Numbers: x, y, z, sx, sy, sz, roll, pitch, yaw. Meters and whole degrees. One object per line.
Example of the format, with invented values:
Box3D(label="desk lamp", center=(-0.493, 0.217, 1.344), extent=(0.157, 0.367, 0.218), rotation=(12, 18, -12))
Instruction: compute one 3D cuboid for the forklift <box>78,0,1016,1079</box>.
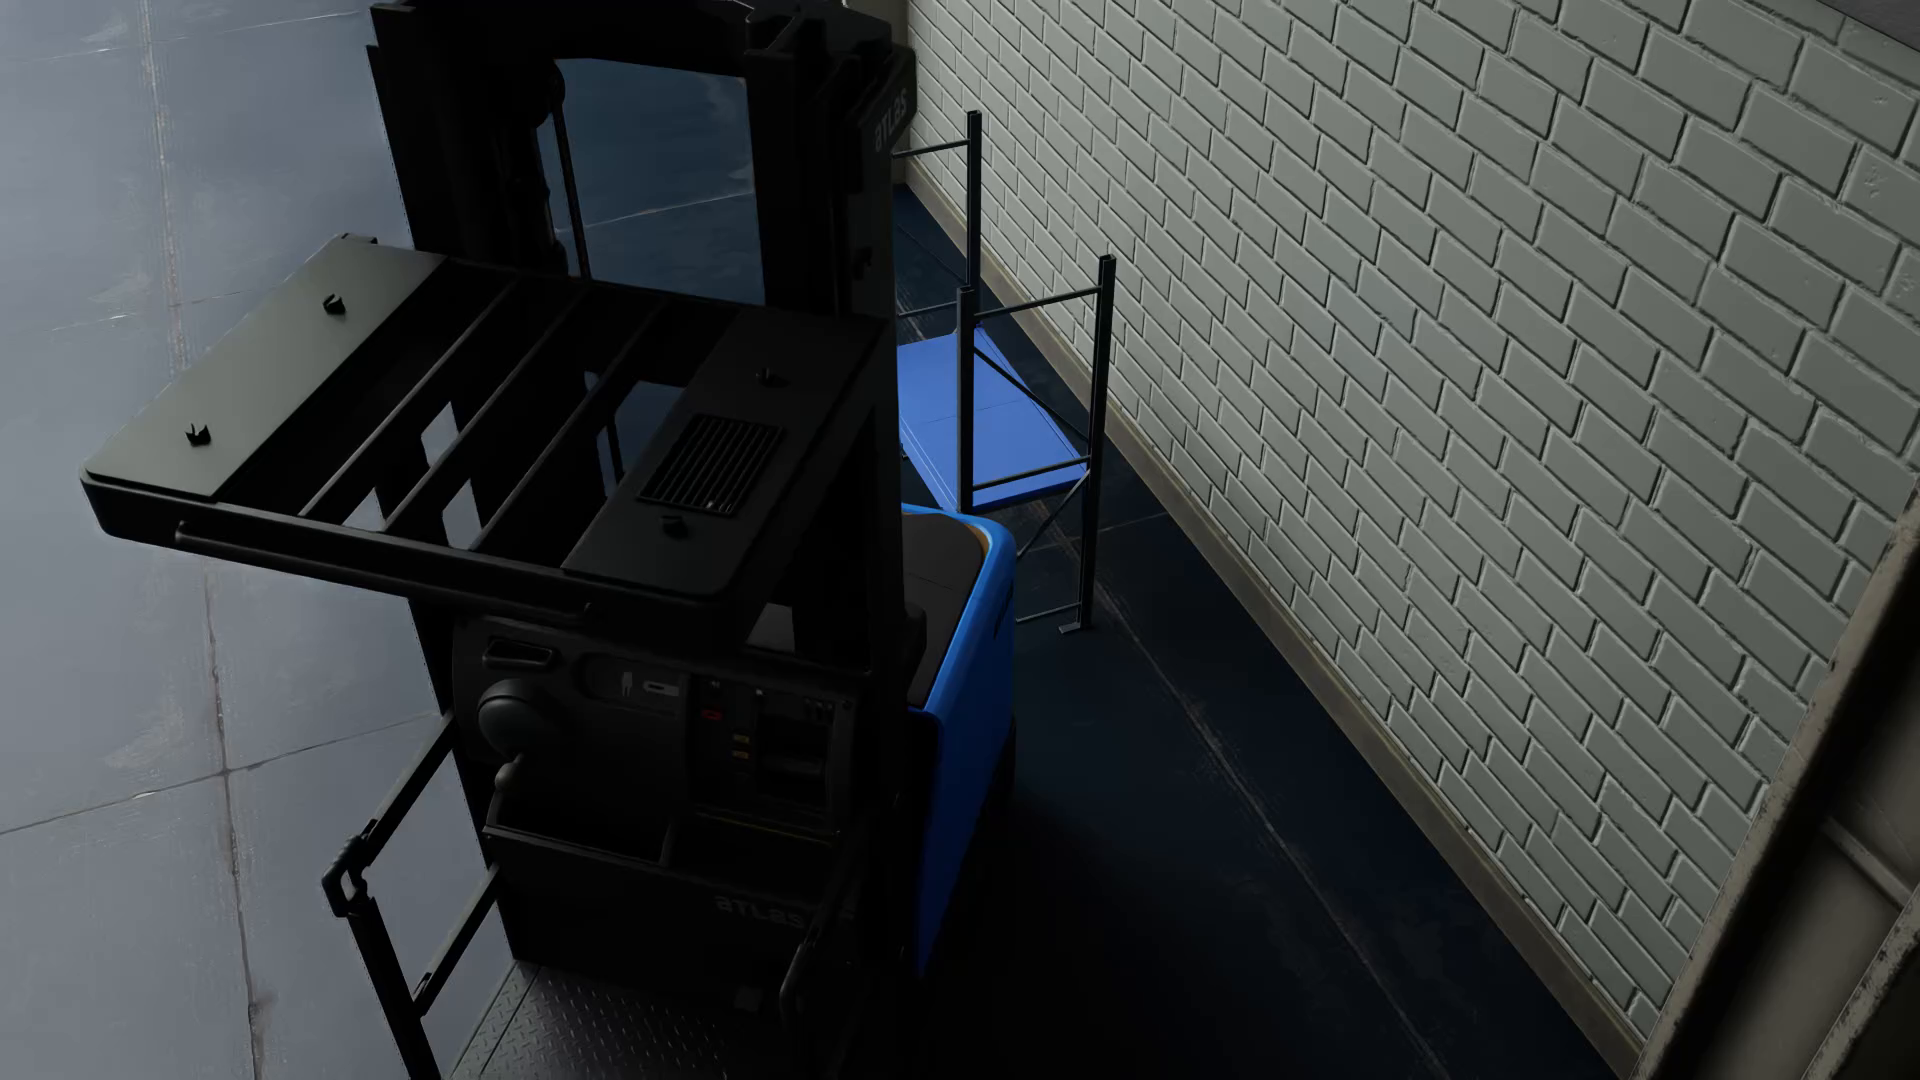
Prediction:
Box3D(label="forklift", center=(-0.722, 0.491, 3.431), extent=(1.130, 2.935, 3.031), rotation=(10, 42, 12))

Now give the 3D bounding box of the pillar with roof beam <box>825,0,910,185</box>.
Box3D(label="pillar with roof beam", center=(-4.435, -4.222, 4.258), extent=(9.100, 9.000, 0.400), rotation=(-15, 43, -17))

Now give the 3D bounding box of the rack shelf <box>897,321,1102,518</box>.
Box3D(label="rack shelf", center=(0.033, -0.381, 5.819), extent=(0.538, 0.185, 1.000), rotation=(-15, 43, -17))

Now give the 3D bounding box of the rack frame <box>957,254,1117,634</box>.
Box3D(label="rack frame", center=(0.227, -0.211, 5.345), extent=(0.500, 1.500, 0.032), rotation=(-15, 43, -17))

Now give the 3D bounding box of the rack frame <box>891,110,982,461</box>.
Box3D(label="rack frame", center=(-0.162, -0.823, 6.057), extent=(0.500, 1.500, 0.032), rotation=(-15, 43, -17))

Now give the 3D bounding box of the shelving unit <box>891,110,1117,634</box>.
Box3D(label="shelving unit", center=(0.033, -0.517, 5.701), extent=(0.538, 1.500, 1.048), rotation=(-15, 43, -17))
